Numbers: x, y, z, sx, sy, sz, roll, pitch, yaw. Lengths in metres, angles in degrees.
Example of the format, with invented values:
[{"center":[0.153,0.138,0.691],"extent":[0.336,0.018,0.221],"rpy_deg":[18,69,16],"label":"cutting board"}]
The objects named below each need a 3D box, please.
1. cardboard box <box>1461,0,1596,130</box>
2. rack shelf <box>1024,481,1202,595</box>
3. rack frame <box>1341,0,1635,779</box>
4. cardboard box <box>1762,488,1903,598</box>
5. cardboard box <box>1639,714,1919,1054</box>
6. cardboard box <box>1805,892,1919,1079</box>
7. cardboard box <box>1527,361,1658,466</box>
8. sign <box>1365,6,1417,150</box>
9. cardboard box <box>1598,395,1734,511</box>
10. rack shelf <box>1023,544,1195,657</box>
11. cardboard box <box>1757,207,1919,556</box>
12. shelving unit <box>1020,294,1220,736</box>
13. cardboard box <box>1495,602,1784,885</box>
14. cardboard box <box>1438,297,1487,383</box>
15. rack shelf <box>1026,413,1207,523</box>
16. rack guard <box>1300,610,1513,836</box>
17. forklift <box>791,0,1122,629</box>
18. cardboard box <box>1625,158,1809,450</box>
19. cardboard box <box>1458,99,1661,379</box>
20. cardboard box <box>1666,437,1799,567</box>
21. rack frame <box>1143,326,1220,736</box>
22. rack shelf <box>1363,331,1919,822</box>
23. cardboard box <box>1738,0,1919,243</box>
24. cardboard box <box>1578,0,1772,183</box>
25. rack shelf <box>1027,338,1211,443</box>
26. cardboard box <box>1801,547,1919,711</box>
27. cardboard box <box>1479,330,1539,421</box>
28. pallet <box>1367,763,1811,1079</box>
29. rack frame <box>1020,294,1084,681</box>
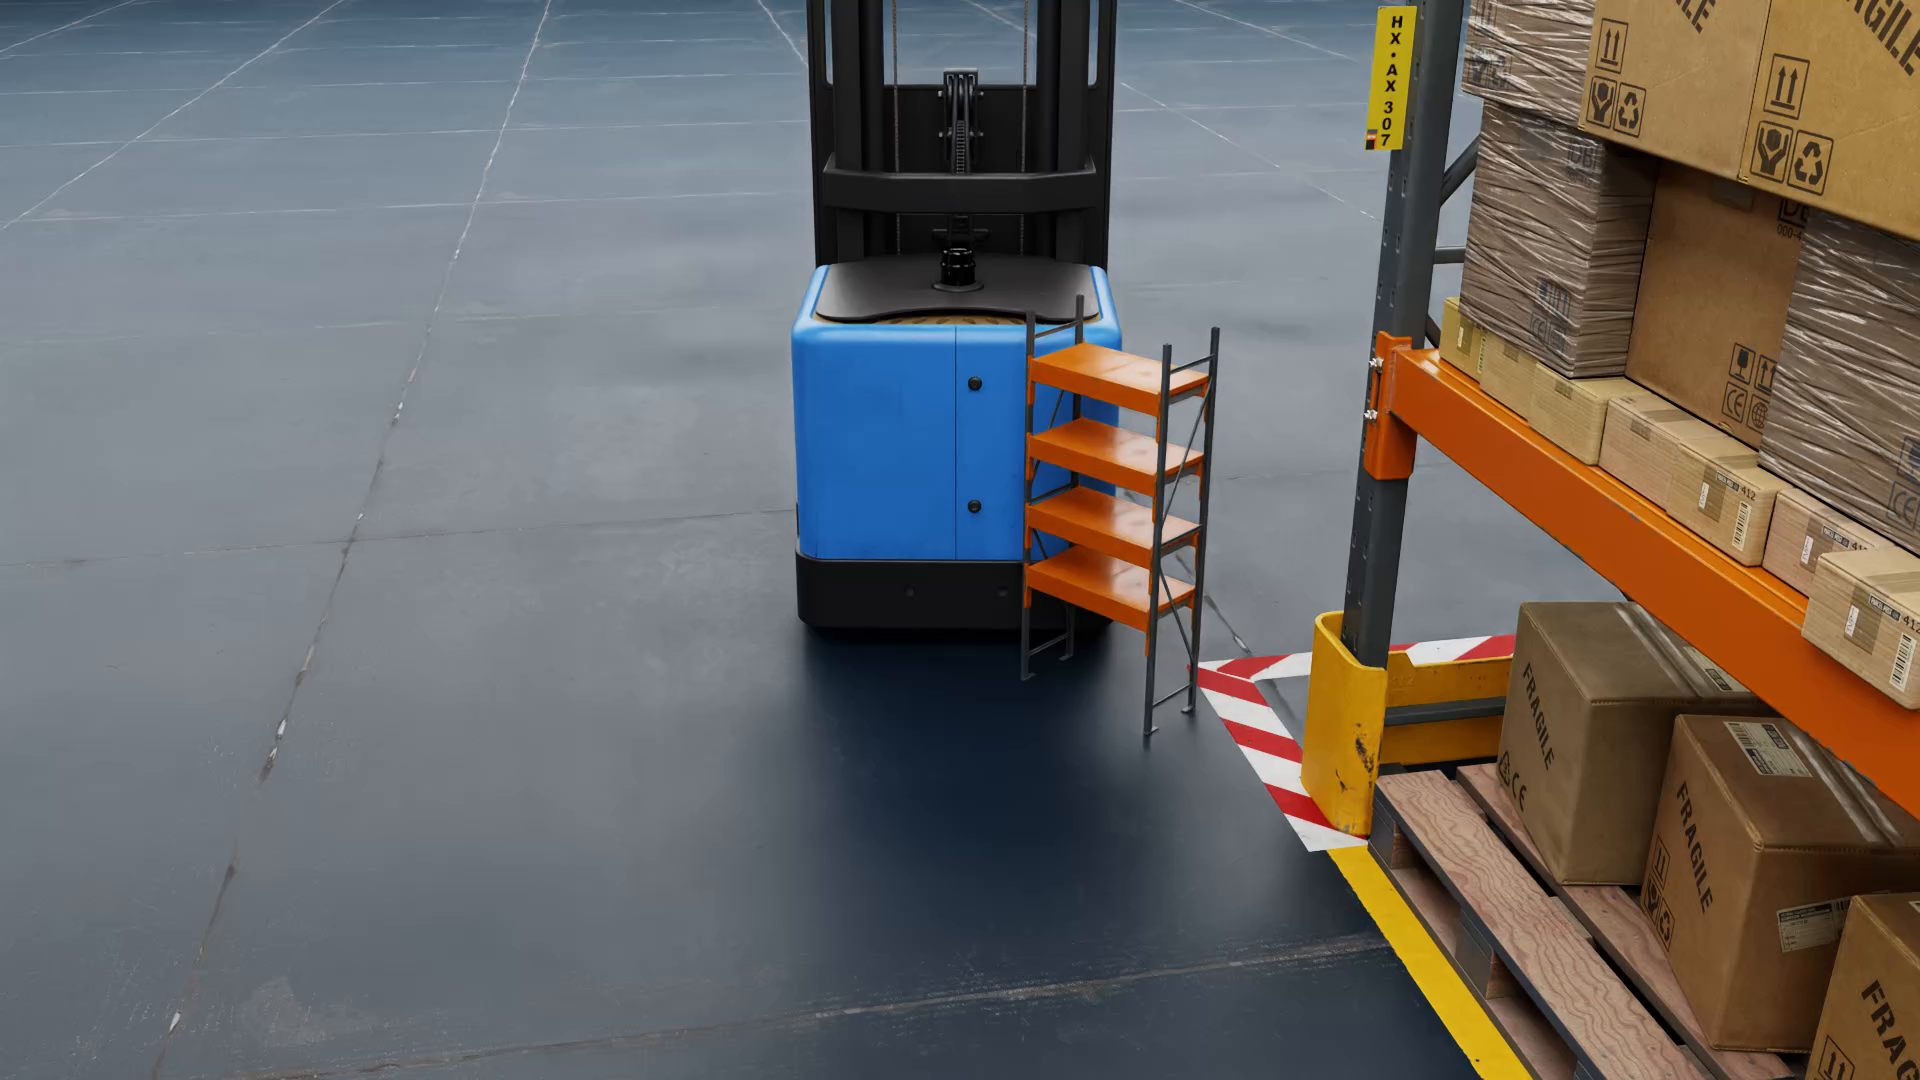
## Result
[{"center":[1.376,-1.124,3.331],"extent":[0.500,0.500,0.500],"rpy_deg":[-4,24,-10],"label":"cardboard box"},{"center":[0.455,-0.012,4.947],"extent":[0.480,0.148,0.258],"rpy_deg":[21,31,39],"label":"rack shelf"},{"center":[1.542,-0.720,4.152],"extent":[1.000,3.000,0.127],"rpy_deg":[-4,24,-10],"label":"rack frame"},{"center":[1.599,0.016,2.780],"extent":[0.380,0.149,0.250],"rpy_deg":[-4,24,-10],"label":"cardboard box"},{"center":[1.786,0.712,3.470],"extent":[0.500,0.500,0.500],"rpy_deg":[2,24,4],"label":"cardboard box"},{"center":[1.883,0.960,2.903],"extent":[0.500,0.500,0.500],"rpy_deg":[-2,24,-5],"label":"cardboard box"},{"center":[1.420,-0.276,3.449],"extent":[0.380,0.149,0.250],"rpy_deg":[-4,24,-10],"label":"cardboard box"},{"center":[1.009,-1.077,3.886],"extent":[0.100,0.325,0.005],"rpy_deg":[-4,24,-10],"label":"sign"},{"center":[1.486,-0.180,3.227],"extent":[0.380,0.149,0.250],"rpy_deg":[-4,24,-10],"label":"cardboard box"},{"center":[0.455,0.170,5.026],"extent":[0.480,0.148,0.258],"rpy_deg":[21,31,39],"label":"rack shelf"},{"center":[1.878,-0.297,2.685],"extent":[0.875,0.500,0.500],"rpy_deg":[-4,24,-10],"label":"cardboard box"},{"center":[0.455,-0.074,4.920],"extent":[0.503,1.200,0.258],"rpy_deg":[21,31,39],"label":"shelving unit"},{"center":[1.641,0.479,4.003],"extent":[0.500,0.500,0.500],"rpy_deg":[0,24,0],"label":"cardboard box"},{"center":[1.361,-0.476,3.905],"extent":[0.380,0.149,0.250],"rpy_deg":[-4,24,-10],"label":"cardboard box"},{"center":[0.455,-0.217,4.857],"extent":[0.480,0.148,0.258],"rpy_deg":[21,31,39],"label":"rack shelf"},{"center":[1.556,0.455,4.584],"extent":[1.175,0.500,0.348],"rpy_deg":[-4,24,-10],"label":"rack guard"},{"center":[0.009,-1.594,6.238],"extent":[1.130,2.935,3.031],"rpy_deg":[0,24,1],"label":"forklift"},{"center":[1.827,-0.496,3.142],"extent":[0.875,0.500,0.500],"rpy_deg":[-4,24,-10],"label":"cardboard box"},{"center":[1.617,-0.684,3.572],"extent":[0.875,0.500,0.500],"rpy_deg":[-4,24,-10],"label":"cardboard box"},{"center":[1.526,-0.081,3.001],"extent":[0.380,0.149,0.250],"rpy_deg":[-4,24,-10],"label":"cardboard box"},{"center":[0.632,-0.006,4.766],"extent":[0.015,1.200,0.240],"rpy_deg":[21,31,39],"label":"rack frame"},{"center":[1.912,0.396,2.495],"extent":[1.077,0.370,4.000],"rpy_deg":[-4,24,-10],"label":"rack shelf"},{"center":[1.556,-0.731,2.429],"extent":[0.500,0.500,0.500],"rpy_deg":[-4,24,-10],"label":"cardboard box"},{"center":[1.462,-0.927,2.879],"extent":[0.500,0.500,0.500],"rpy_deg":[-4,24,-10],"label":"cardboard box"},{"center":[0.455,-0.434,4.763],"extent":[0.480,0.148,0.258],"rpy_deg":[21,31,39],"label":"rack shelf"},{"center":[1.543,0.122,2.538],"extent":[0.380,0.149,0.250],"rpy_deg":[-4,24,-10],"label":"cardboard box"},{"center":[1.388,-0.376,3.677],"extent":[0.380,0.149,0.250],"rpy_deg":[-4,24,-10],"label":"cardboard box"},{"center":[1.672,0.909,3.904],"extent":[1.003,0.211,1.213],"rpy_deg":[-4,24,-10],"label":"pallet"},{"center":[0.279,-0.141,5.075],"extent":[0.015,1.200,0.240],"rpy_deg":[21,31,39],"label":"rack frame"}]
